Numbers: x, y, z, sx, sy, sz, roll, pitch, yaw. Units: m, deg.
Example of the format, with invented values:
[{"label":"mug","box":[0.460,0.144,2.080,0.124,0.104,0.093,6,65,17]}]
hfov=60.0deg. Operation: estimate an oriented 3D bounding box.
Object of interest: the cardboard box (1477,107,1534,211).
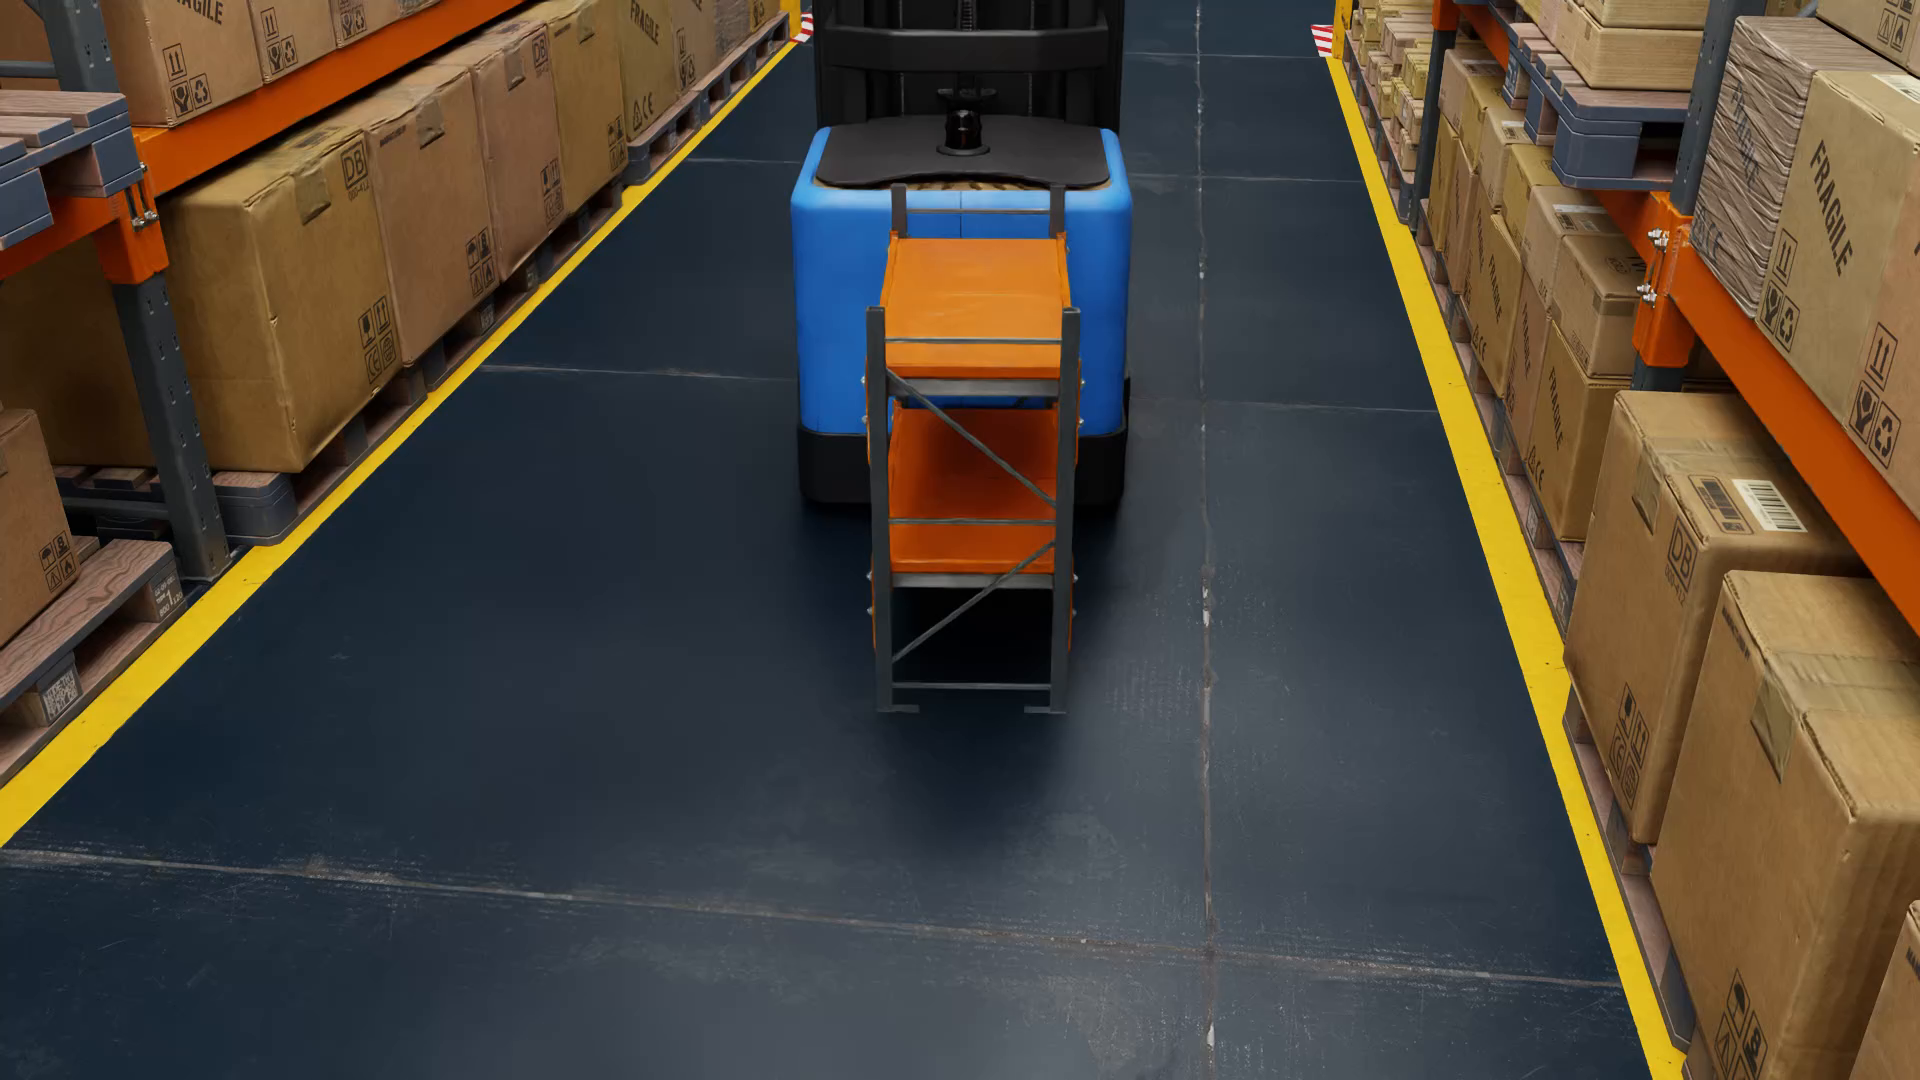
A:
[{"label":"cardboard box","box":[2.184,-1.382,6.054,0.500,0.250,0.500,4,29,8]}]

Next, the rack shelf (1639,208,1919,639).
[{"label":"rack shelf","box":[1.931,0.351,2.195,1.077,0.370,4.000,3,28,6]}]

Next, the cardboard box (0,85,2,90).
[{"label":"cardboard box","box":[-2.920,-1.534,4.829,0.500,0.500,0.500,4,29,8]}]

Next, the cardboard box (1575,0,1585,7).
[{"label":"cardboard box","box":[1.816,-1.498,4.376,0.380,0.149,0.250,4,29,8]}]

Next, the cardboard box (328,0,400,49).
[{"label":"cardboard box","box":[-2.284,-1.985,5.666,0.500,0.500,0.500,3,28,5]}]

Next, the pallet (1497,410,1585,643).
[{"label":"pallet","box":[2.273,-0.048,5.116,1.003,0.211,1.213,3,28,6]}]

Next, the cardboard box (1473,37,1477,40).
[{"label":"cardboard box","box":[3.262,-2.980,9.868,0.380,0.149,0.250,4,29,7]}]

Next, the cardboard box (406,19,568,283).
[{"label":"cardboard box","box":[-2.411,-1.653,6.952,1.225,0.875,0.875,2,28,4]}]

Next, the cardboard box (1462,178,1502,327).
[{"label":"cardboard box","box":[2.198,-1.046,6.221,0.500,0.500,0.500,4,29,7]}]

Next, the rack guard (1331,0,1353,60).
[{"label":"rack guard","box":[3.147,-3.537,11.288,1.175,0.500,0.348,3,28,6]}]

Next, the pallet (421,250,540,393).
[{"label":"pallet","box":[-2.411,-0.955,6.800,1.003,0.211,1.213,3,28,6]}]

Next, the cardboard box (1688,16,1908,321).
[{"label":"cardboard box","box":[1.853,-0.756,3.385,0.500,0.500,0.500,4,29,7]}]

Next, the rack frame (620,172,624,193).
[{"label":"rack frame","box":[-2.244,-3.126,7.890,1.000,3.000,0.127,3,28,6]}]

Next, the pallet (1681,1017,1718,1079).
[{"label":"pallet","box":[1.853,1.259,2.690,1.003,0.211,1.213,3,28,6]}]

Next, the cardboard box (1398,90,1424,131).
[{"label":"cardboard box","box":[2.410,-2.146,8.320,0.380,0.149,0.250,2,28,4]}]

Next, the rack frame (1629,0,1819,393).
[{"label":"rack frame","box":[2.176,-0.908,3.772,1.000,3.000,0.127,3,28,6]}]

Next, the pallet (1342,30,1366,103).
[{"label":"pallet","box":[3.012,-3.030,10.651,1.003,0.211,1.213,3,28,6]}]

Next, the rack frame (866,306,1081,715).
[{"label":"rack frame","box":[0.031,-0.043,4.143,0.500,1.125,0.032,1,28,1]}]

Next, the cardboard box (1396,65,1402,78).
[{"label":"cardboard box","box":[2.565,-2.507,8.990,0.380,0.149,0.250,4,29,7]}]

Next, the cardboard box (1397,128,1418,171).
[{"label":"cardboard box","box":[2.376,-1.925,8.223,0.380,0.149,0.250,4,29,7]}]

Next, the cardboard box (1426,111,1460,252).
[{"label":"cardboard box","box":[2.312,-1.542,7.143,0.500,0.500,0.500,4,29,8]}]

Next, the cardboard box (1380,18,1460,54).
[{"label":"cardboard box","box":[2.538,-2.783,9.189,0.380,0.149,0.250,2,28,4]}]

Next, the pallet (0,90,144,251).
[{"label":"pallet","box":[-2.716,-0.817,3.807,1.213,0.211,1.003,3,28,6]}]

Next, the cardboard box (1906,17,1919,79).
[{"label":"cardboard box","box":[2.050,-0.943,2.678,0.700,0.500,0.500,3,28,5]}]

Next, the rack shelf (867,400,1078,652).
[{"label":"rack shelf","box":[0.041,-0.068,4.707,0.538,0.278,1.000,1,28,1]}]

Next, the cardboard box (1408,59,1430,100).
[{"label":"cardboard box","box":[2.443,-2.287,8.269,0.380,0.149,0.250,4,29,7]}]

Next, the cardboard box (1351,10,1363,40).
[{"label":"cardboard box","box":[2.774,-3.375,10.915,0.380,0.149,0.250,4,29,7]}]

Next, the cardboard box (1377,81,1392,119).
[{"label":"cardboard box","box":[2.503,-2.412,9.127,0.380,0.149,0.250,3,28,6]}]

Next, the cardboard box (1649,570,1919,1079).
[{"label":"cardboard box","box":[1.908,0.591,2.919,1.050,0.750,0.750,4,29,7]}]

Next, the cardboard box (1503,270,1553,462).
[{"label":"cardboard box","box":[2.065,-0.561,5.322,0.500,0.500,0.500,4,29,8]}]

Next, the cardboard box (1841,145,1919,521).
[{"label":"cardboard box","box":[1.731,-0.279,2.500,0.500,0.500,0.500,3,28,6]}]

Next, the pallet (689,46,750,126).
[{"label":"pallet","box":[-1.926,-2.828,10.277,1.003,0.211,1.213,3,28,6]}]

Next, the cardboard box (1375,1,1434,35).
[{"label":"cardboard box","box":[2.613,-3.017,9.624,0.380,0.149,0.250,4,29,7]}]

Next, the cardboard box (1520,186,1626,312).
[{"label":"cardboard box","box":[2.051,-0.898,5.156,0.500,0.250,0.500,4,29,7]}]

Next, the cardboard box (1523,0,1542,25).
[{"label":"cardboard box","box":[1.878,-1.596,4.871,0.380,0.149,0.250,3,28,6]}]

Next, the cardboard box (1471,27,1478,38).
[{"label":"cardboard box","box":[3.135,-2.991,9.576,0.380,0.149,0.250,2,28,4]}]

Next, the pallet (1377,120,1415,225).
[{"label":"pallet","box":[2.713,-1.881,8.519,1.003,0.211,1.213,3,28,6]}]

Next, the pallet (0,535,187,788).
[{"label":"pallet","box":[-2.831,0.352,4.374,1.003,0.211,1.213,3,28,6]}]

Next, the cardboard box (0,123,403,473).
[{"label":"cardboard box","box":[-2.629,-0.816,5.400,1.225,0.875,0.875,2,28,4]}]

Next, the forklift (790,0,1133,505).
[{"label":"forklift","box":[0.035,-2.059,5.982,1.130,2.935,3.031,1,28,1]}]

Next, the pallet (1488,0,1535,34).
[{"label":"pallet","box":[2.378,-1.757,5.551,1.003,0.211,1.213,3,28,6]}]

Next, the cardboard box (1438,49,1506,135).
[{"label":"cardboard box","box":[2.313,-1.872,6.965,0.500,0.250,0.500,2,28,4]}]

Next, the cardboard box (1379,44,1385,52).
[{"label":"cardboard box","box":[2.723,-2.890,10.015,0.380,0.149,0.250,3,29,6]}]

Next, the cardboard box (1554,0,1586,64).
[{"label":"cardboard box","box":[1.812,-1.358,4.429,0.380,0.149,0.250,3,28,6]}]

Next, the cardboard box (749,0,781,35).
[{"label":"cardboard box","box":[-1.753,-3.953,11.222,0.875,0.875,0.875,3,28,6]}]

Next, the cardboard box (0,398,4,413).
[{"label":"cardboard box","box":[-2.787,-0.350,4.117,0.500,0.250,0.500,4,29,8]}]

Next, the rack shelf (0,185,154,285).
[{"label":"rack shelf","box":[-2.979,0.015,2.818,1.077,0.370,4.000,3,28,6]}]

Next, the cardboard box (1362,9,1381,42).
[{"label":"cardboard box","box":[2.666,-3.142,10.169,0.380,0.149,0.250,4,29,8]}]

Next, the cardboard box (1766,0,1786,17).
[{"label":"cardboard box","box":[2.528,-1.561,4.807,0.380,0.149,0.250,5,29,9]}]

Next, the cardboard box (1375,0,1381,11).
[{"label":"cardboard box","box":[2.734,-3.269,10.090,0.380,0.149,0.250,2,28,4]}]

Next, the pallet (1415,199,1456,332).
[{"label":"pallet","box":[2.572,-1.196,7.248,1.003,0.211,1.213,3,28,6]}]

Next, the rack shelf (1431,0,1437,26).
[{"label":"rack shelf","box":[2.911,-3.415,9.185,1.077,0.370,4.000,3,28,6]}]

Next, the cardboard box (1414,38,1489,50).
[{"label":"cardboard box","box":[2.576,-2.522,8.705,0.380,0.149,0.250,4,29,8]}]

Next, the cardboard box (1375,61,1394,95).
[{"label":"cardboard box","box":[2.598,-2.646,9.562,0.380,0.149,0.250,3,28,6]}]

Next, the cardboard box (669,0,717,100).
[{"label":"cardboard box","box":[-1.974,-3.105,9.649,0.875,0.875,0.875,3,28,6]}]

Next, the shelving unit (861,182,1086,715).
[{"label":"shelving unit","box":[0.041,-0.284,4.591,0.538,1.125,1.048,1,28,1]}]

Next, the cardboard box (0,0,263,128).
[{"label":"cardboard box","box":[-2.405,-1.500,4.767,0.500,0.500,0.500,4,29,8]}]
